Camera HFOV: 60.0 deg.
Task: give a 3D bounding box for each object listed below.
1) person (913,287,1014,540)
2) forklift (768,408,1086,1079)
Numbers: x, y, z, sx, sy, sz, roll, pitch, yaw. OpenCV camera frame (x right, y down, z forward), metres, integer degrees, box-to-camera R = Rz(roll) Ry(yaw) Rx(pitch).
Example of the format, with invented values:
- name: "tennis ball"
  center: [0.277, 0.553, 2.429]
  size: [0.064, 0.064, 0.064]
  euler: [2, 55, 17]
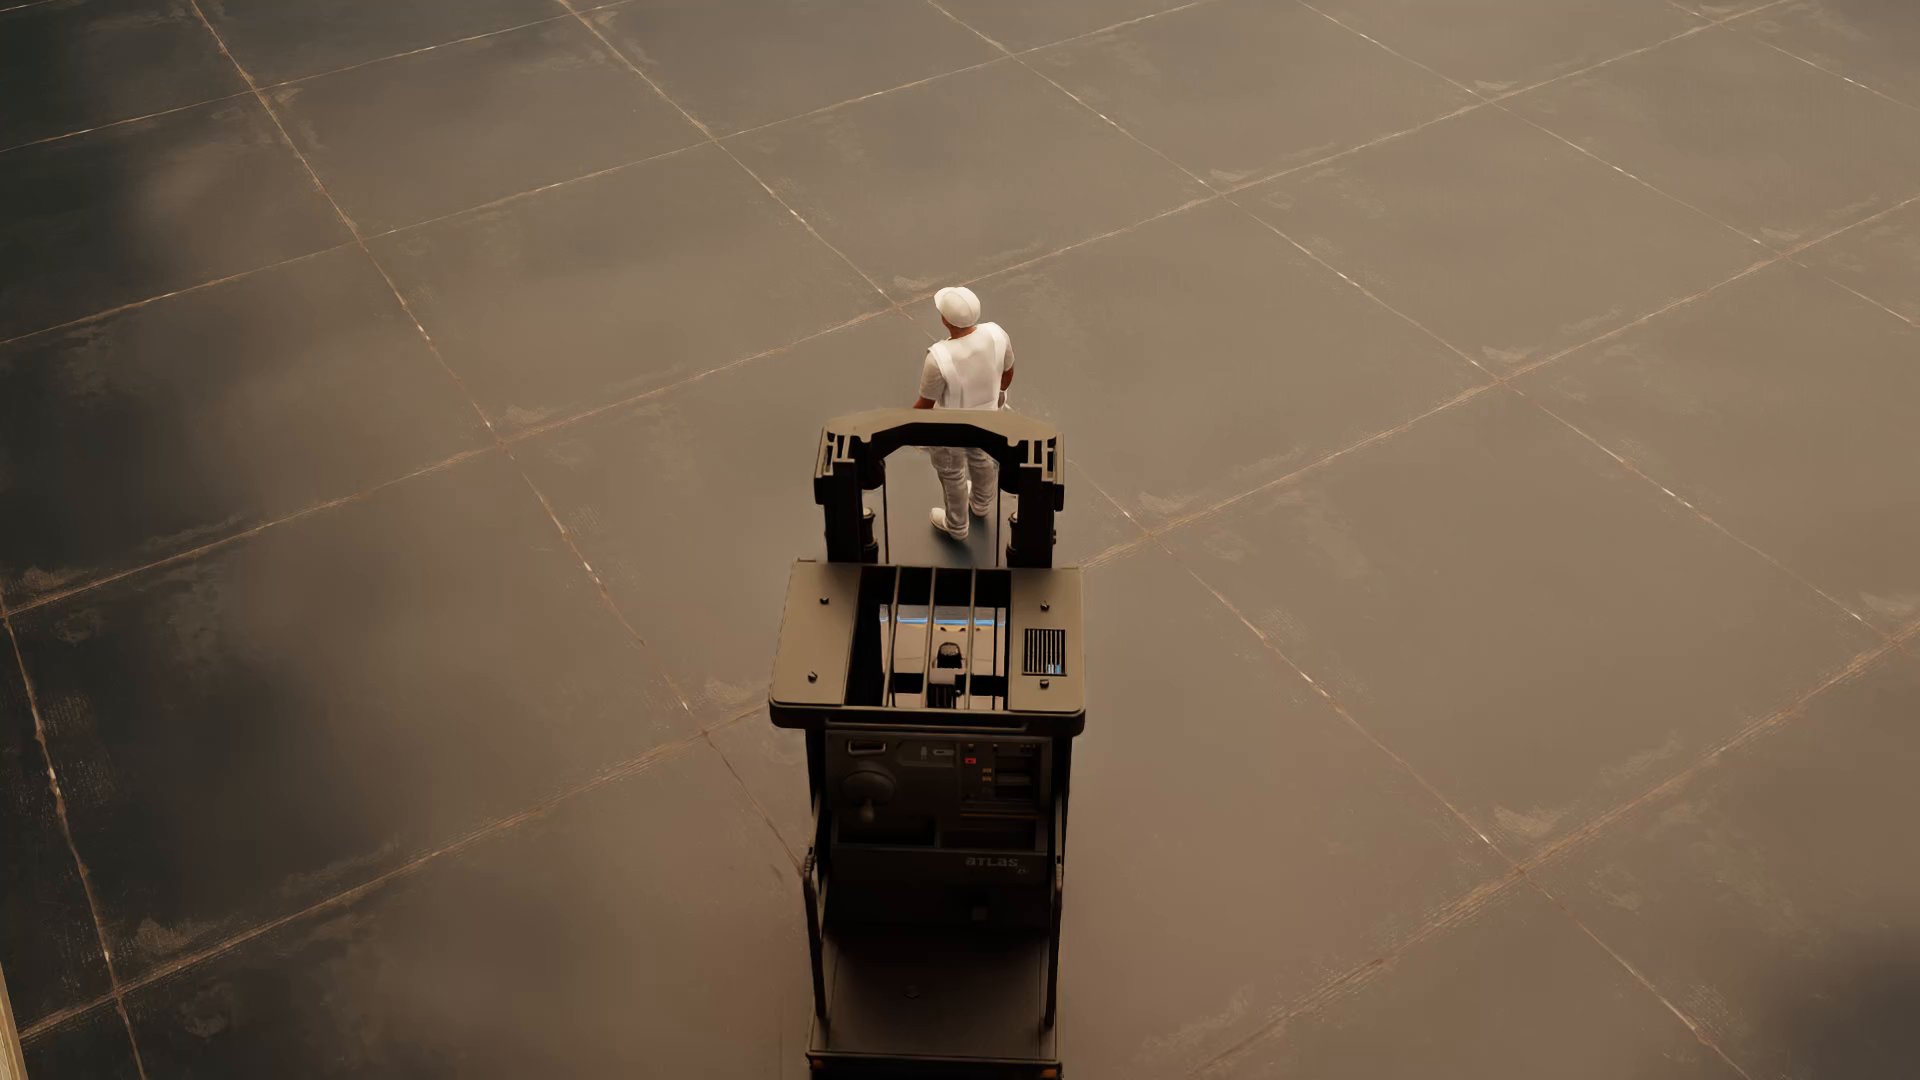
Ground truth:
- name: "person"
  center: [-0.032, -0.750, 9.530]
  size: [0.656, 1.784, 0.575]
  euler: [-23, 46, -24]
- name: "forklift"
  center: [-0.097, 1.052, 6.667]
  size: [1.130, 2.935, 3.031]
  euler: [2, 41, 2]
